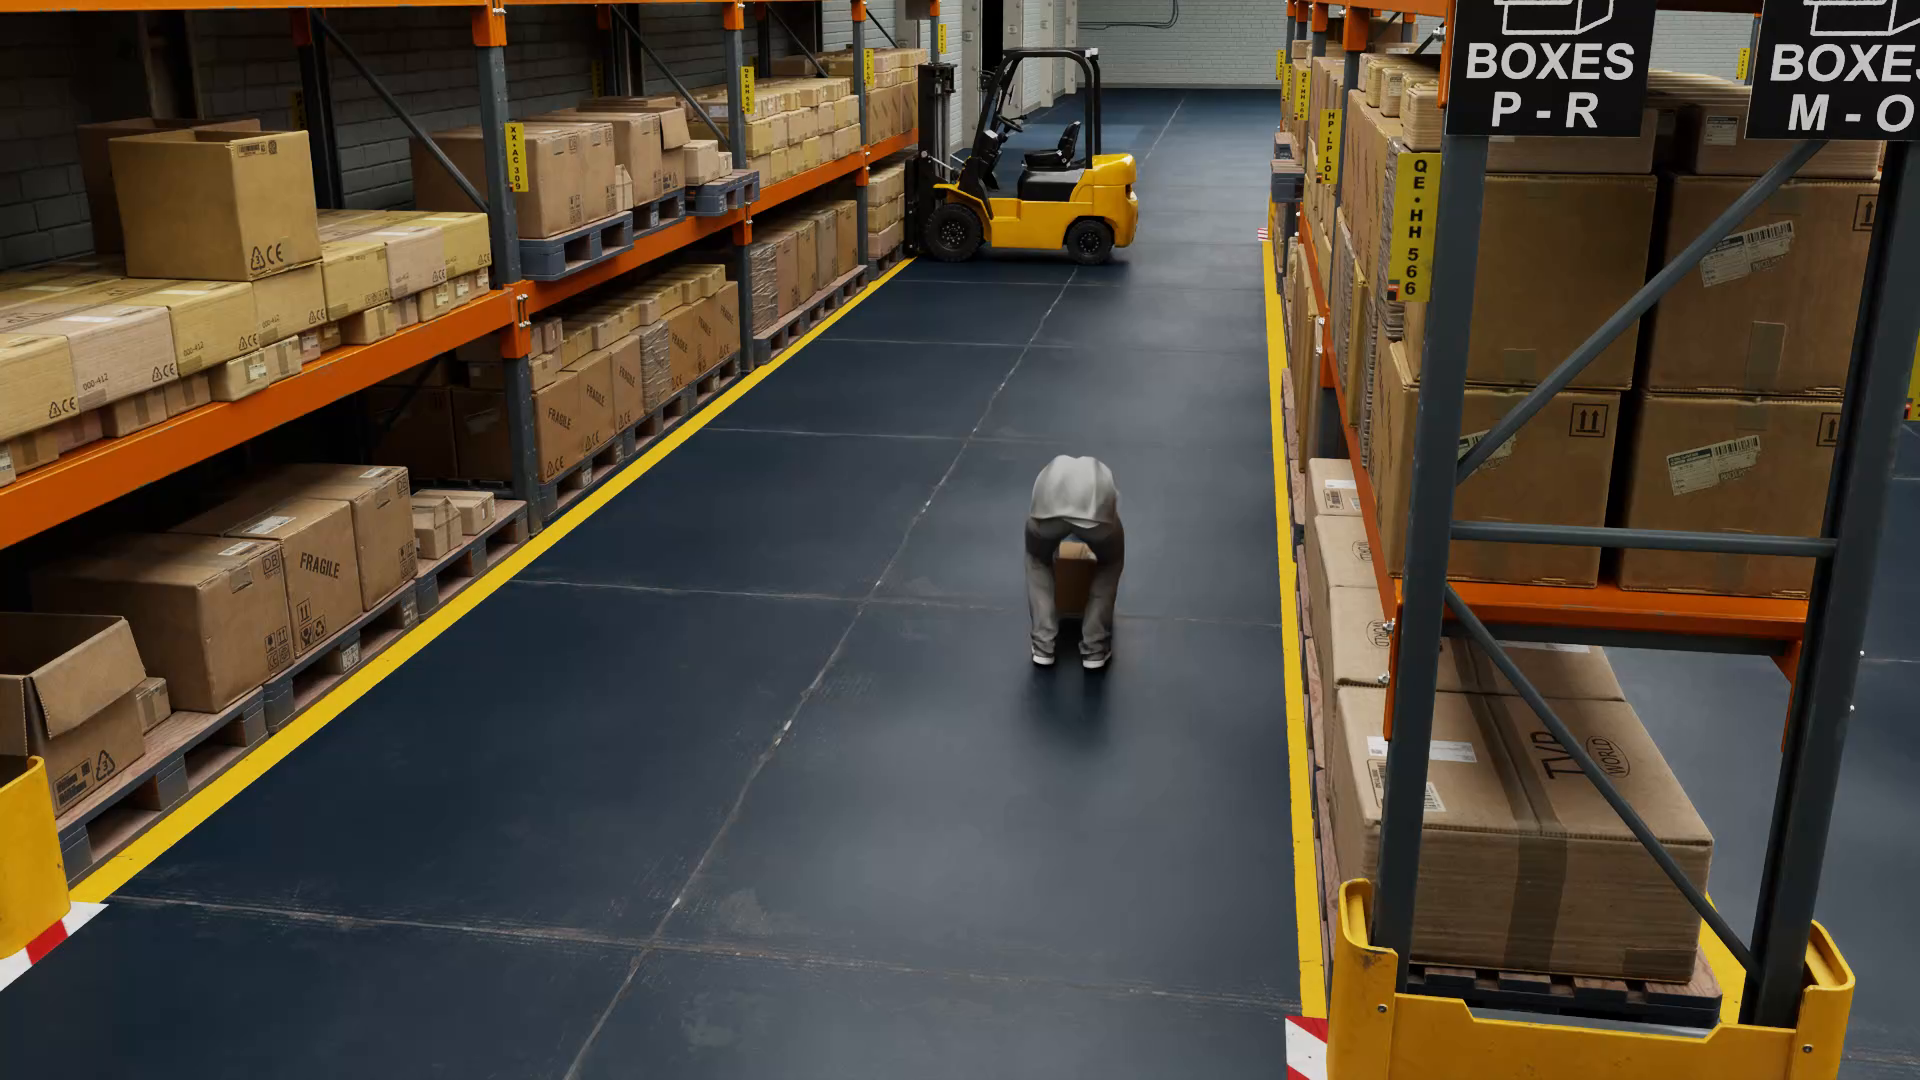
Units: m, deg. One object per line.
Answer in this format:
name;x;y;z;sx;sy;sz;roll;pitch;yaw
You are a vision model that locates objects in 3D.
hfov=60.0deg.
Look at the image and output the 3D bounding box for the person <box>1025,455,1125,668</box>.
person;0.491;0.036;7.082;0.421;0.898;0.855;2;18;7
